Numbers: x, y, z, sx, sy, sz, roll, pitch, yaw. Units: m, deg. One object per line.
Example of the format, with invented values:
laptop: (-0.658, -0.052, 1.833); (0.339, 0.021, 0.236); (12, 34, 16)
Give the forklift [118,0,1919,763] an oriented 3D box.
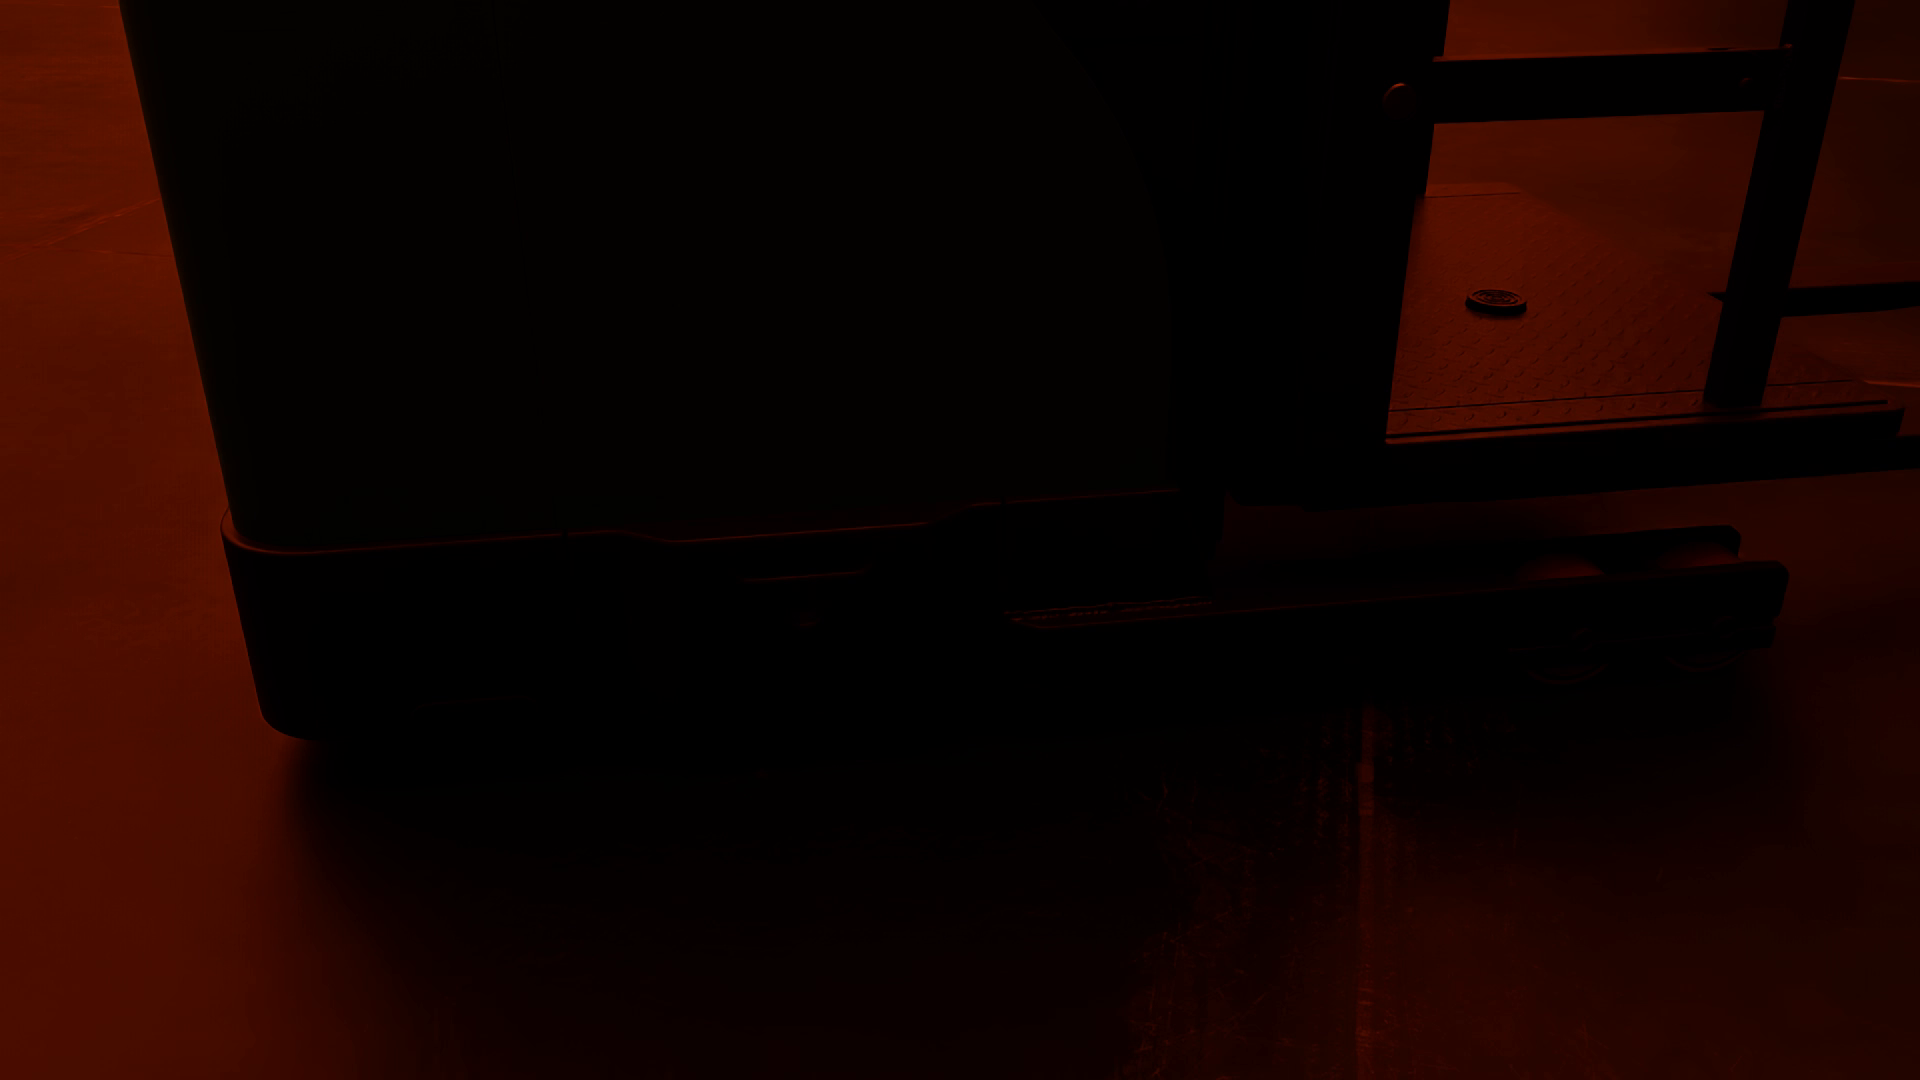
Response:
forklift: (0.600, -1.354, 1.930); (3.031, 2.935, 1.130); (-4, 27, -9)
